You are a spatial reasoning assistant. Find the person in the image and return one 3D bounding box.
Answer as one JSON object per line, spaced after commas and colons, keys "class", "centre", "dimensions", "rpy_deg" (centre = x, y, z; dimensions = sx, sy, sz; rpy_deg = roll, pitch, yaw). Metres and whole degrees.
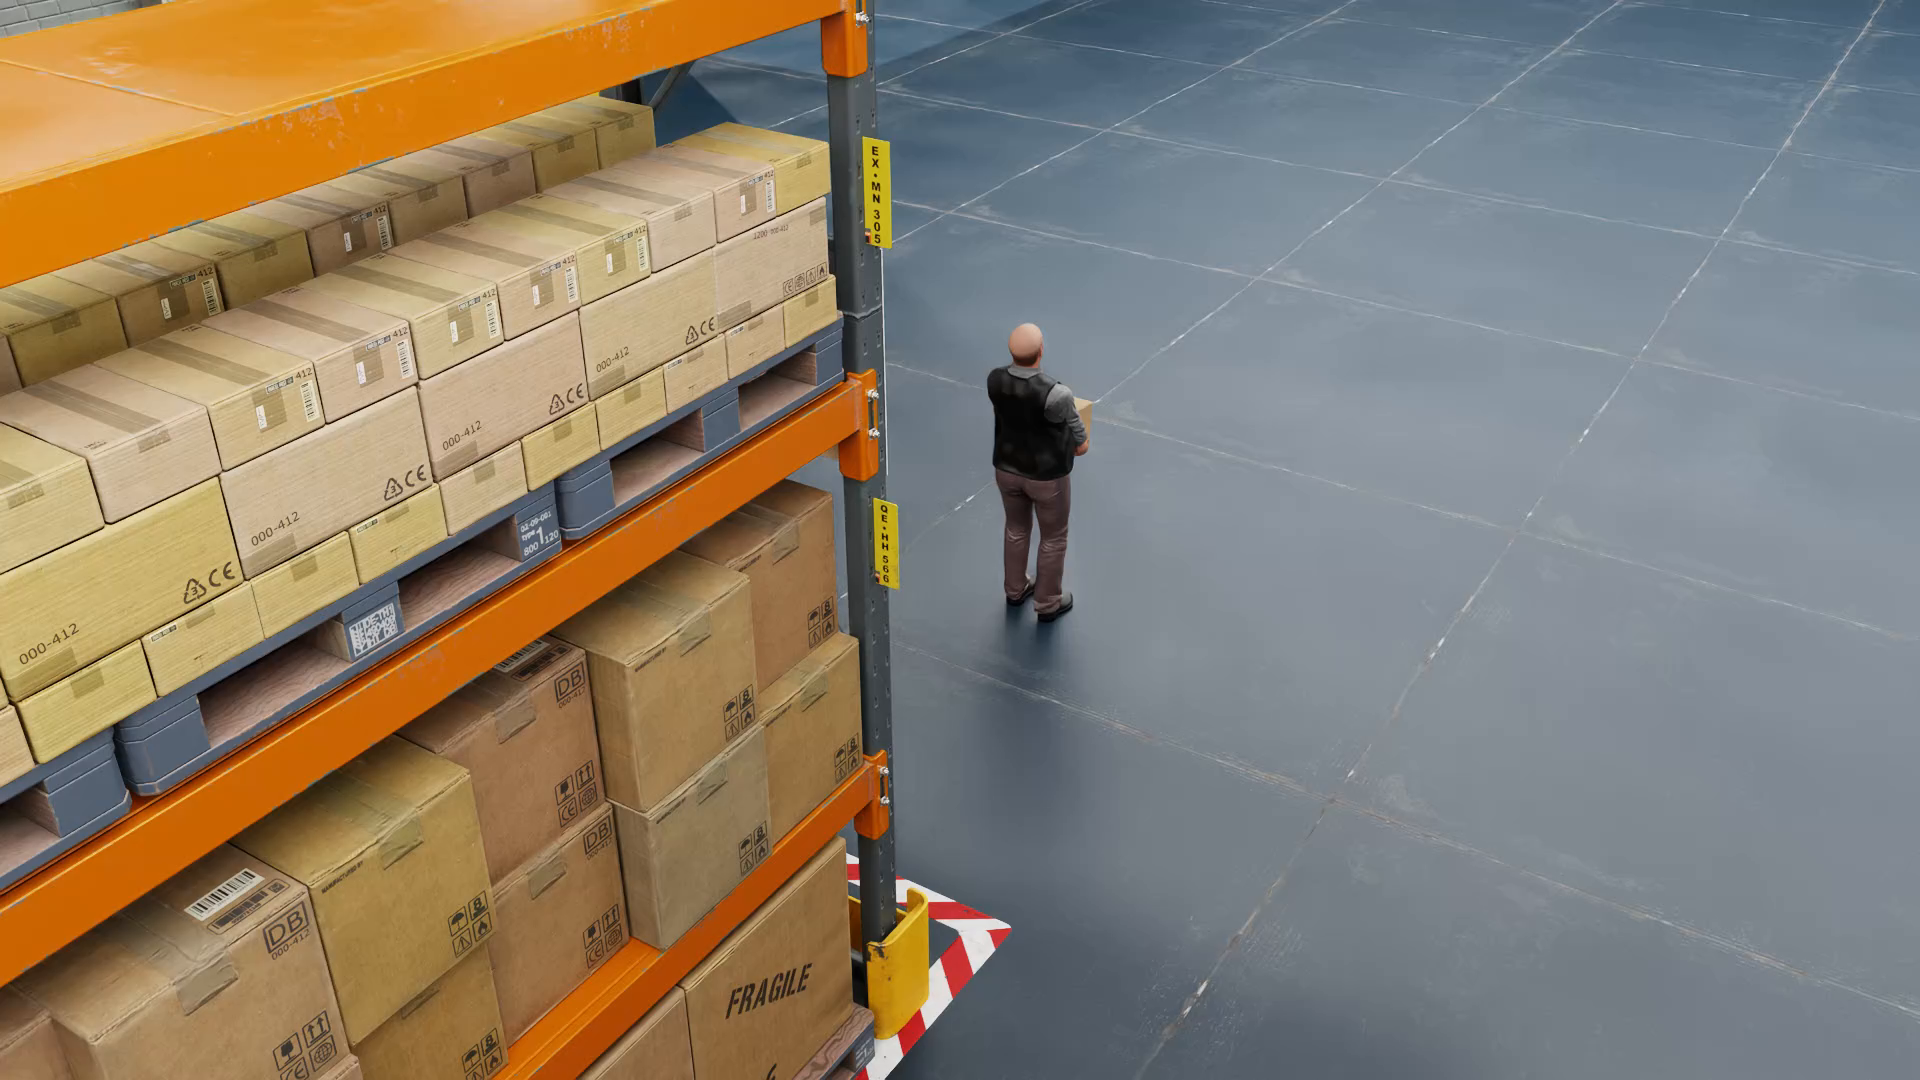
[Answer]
{"class": "person", "centre": [0.427, -0.408, 8.920], "dimensions": [0.494, 1.712, 0.539], "rpy_deg": [18, 35, 27]}
